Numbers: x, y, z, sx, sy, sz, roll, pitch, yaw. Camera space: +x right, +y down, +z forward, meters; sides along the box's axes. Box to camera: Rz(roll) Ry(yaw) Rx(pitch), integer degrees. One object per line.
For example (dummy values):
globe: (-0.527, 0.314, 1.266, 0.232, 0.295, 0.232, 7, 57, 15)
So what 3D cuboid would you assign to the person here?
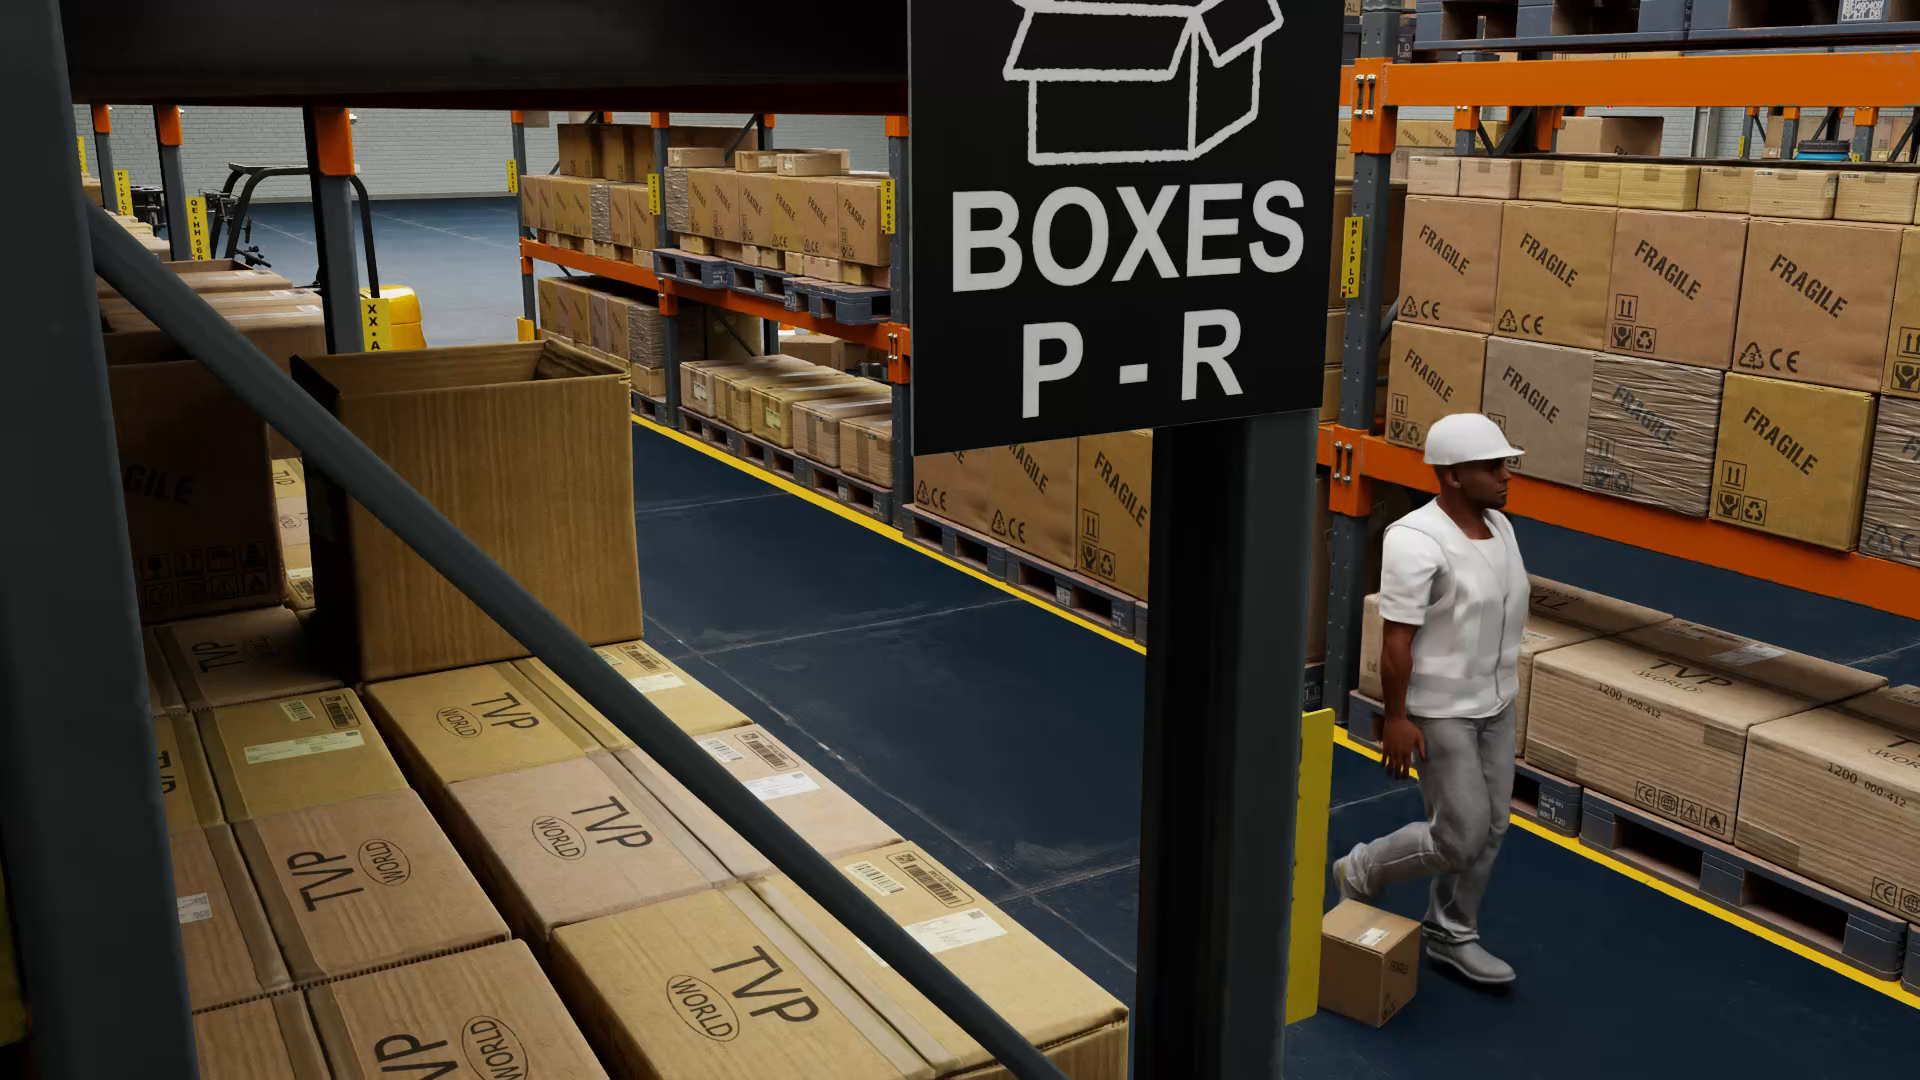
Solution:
person: (1.464, 0.482, 5.027, 0.571, 1.754, 0.563, -12, 19, -38)
